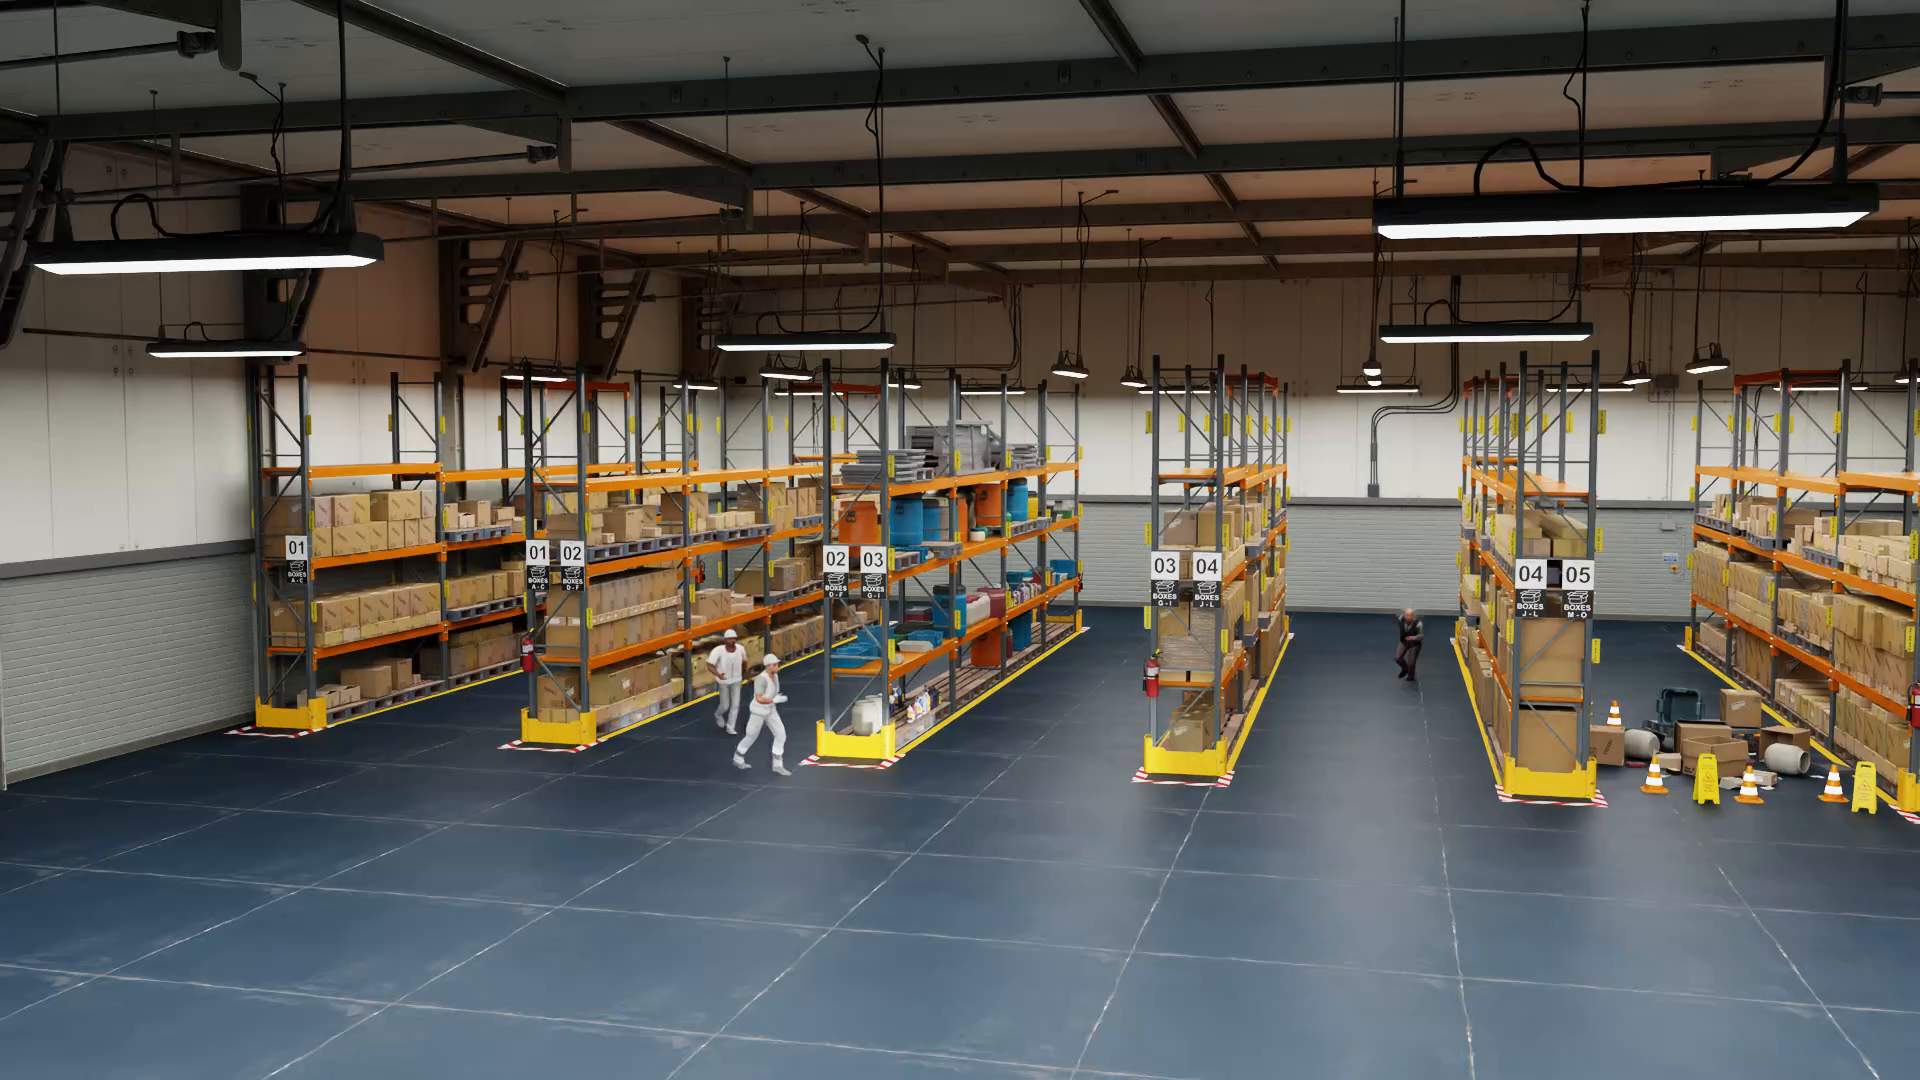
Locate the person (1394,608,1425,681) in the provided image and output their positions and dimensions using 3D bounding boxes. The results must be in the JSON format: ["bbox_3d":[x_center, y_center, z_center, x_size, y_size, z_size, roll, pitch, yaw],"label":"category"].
[{"bbox_3d":[8.693,2.033,32.160,0.673,1.484,0.981,3,5,34],"label":"person"}]

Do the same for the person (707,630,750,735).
[{"bbox_3d":[-3.785,2.292,27.057,0.701,1.714,0.761,-2,4,-24],"label":"person"}]

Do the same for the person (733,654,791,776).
[{"bbox_3d":[-2.814,2.477,23.728,0.996,1.744,0.680,3,5,33],"label":"person"}]
